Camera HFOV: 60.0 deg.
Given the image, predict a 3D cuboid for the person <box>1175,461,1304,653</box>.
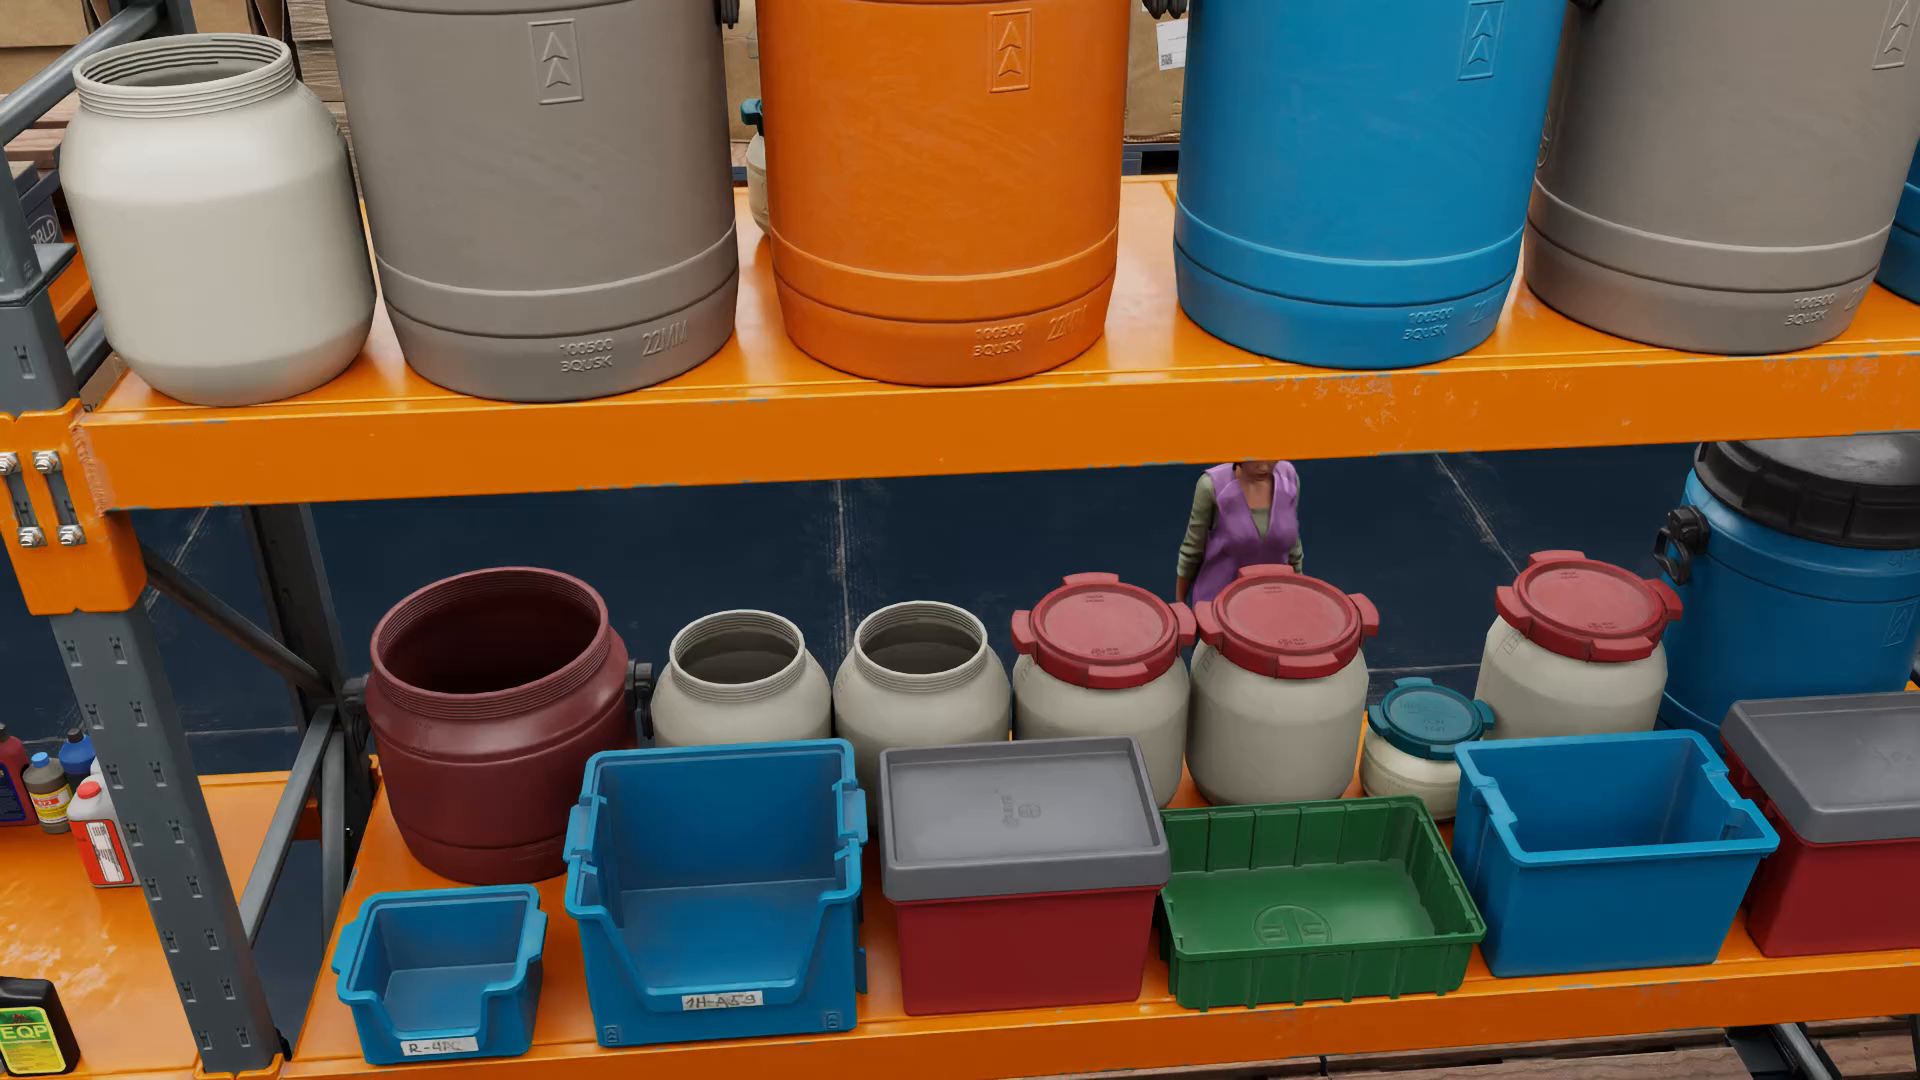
[{"bbox_3d":[0.989,0.289,5.659,0.429,1.590,0.637,-10,33,-15],"label":"person"}]
